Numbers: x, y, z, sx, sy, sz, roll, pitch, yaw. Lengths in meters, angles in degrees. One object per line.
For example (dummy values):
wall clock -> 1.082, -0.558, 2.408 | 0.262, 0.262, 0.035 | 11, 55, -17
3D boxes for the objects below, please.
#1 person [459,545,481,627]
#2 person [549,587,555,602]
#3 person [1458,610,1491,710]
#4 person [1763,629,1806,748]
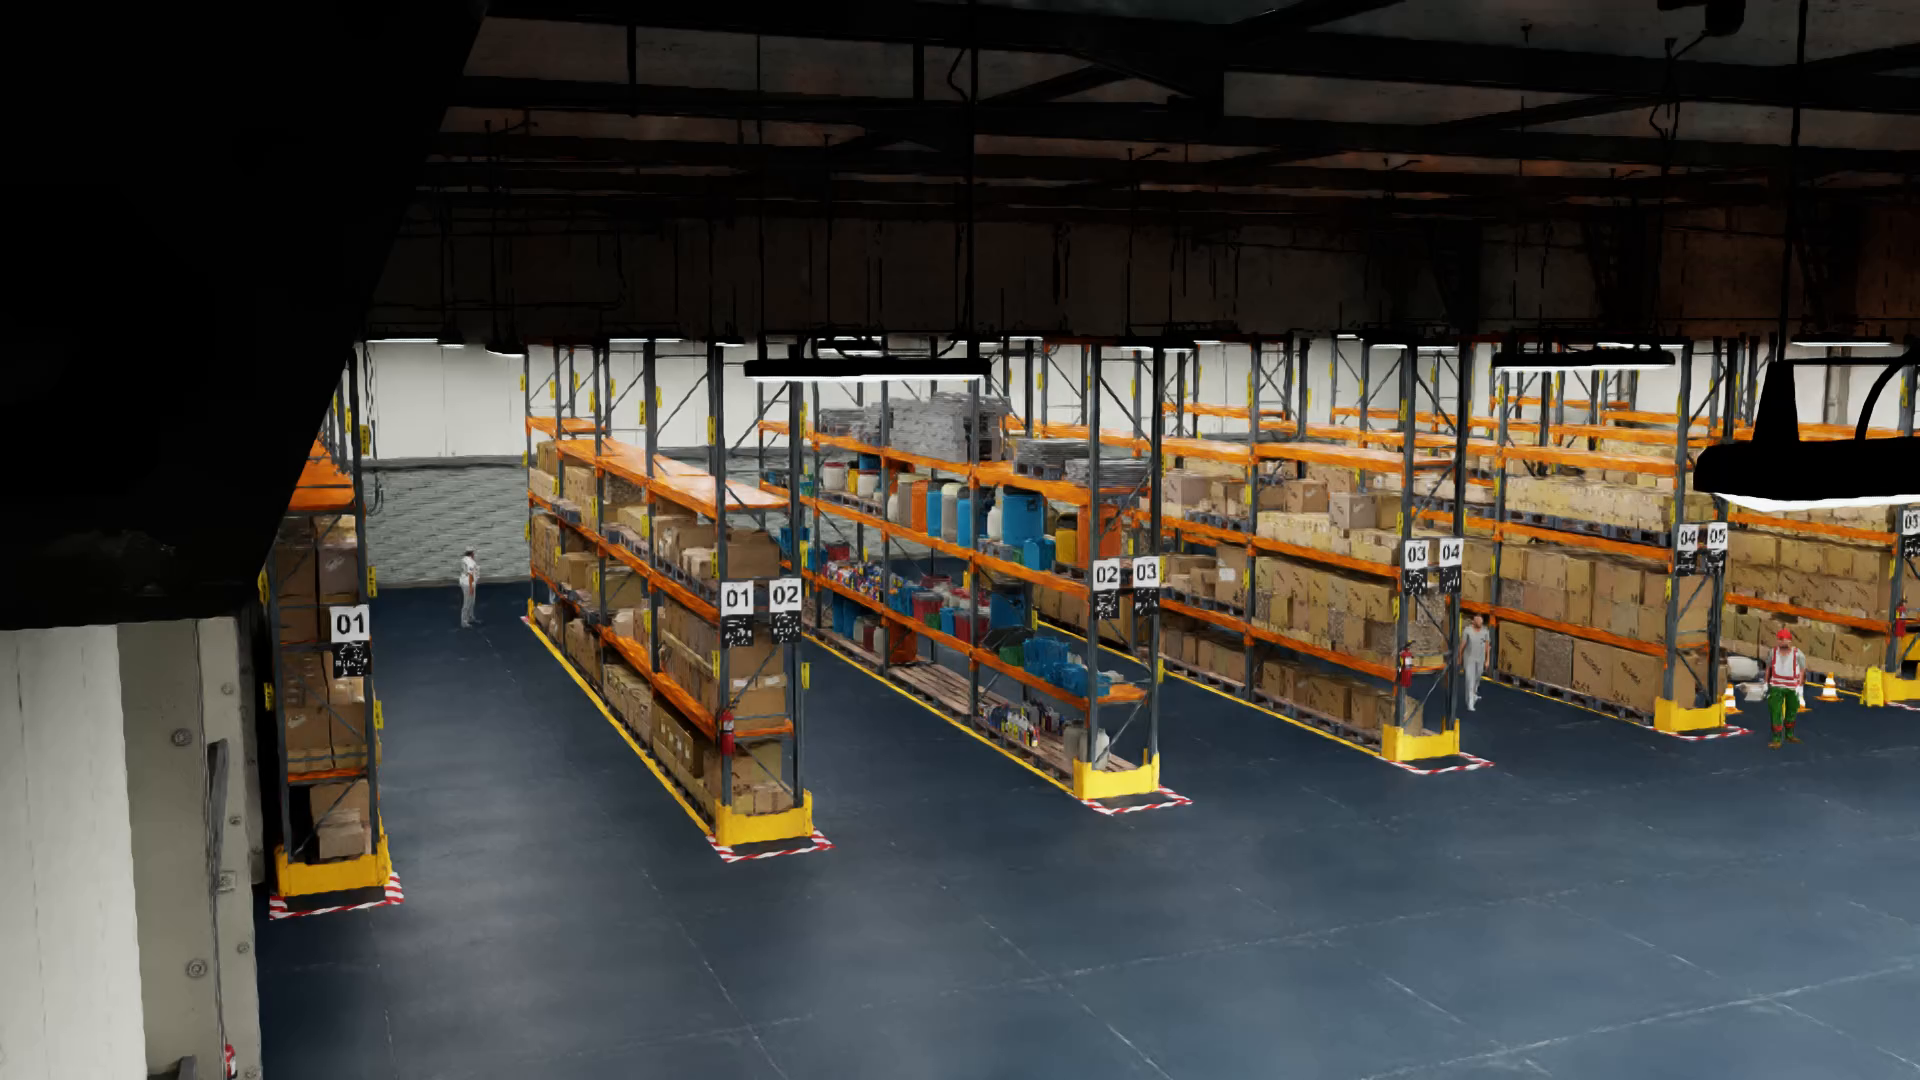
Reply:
person -> -10.140, 0.936, 34.394 | 0.489, 1.657, 0.669 | -4, 9, -30
person -> -8.851, 0.601, 37.072 | 0.638, 1.615, 0.774 | -7, 10, -42
person -> 8.407, 1.927, 27.178 | 0.486, 1.610, 0.954 | 0, 8, -2
person -> 12.232, 2.185, 24.684 | 0.566, 1.784, 0.620 | 5, 9, 32
